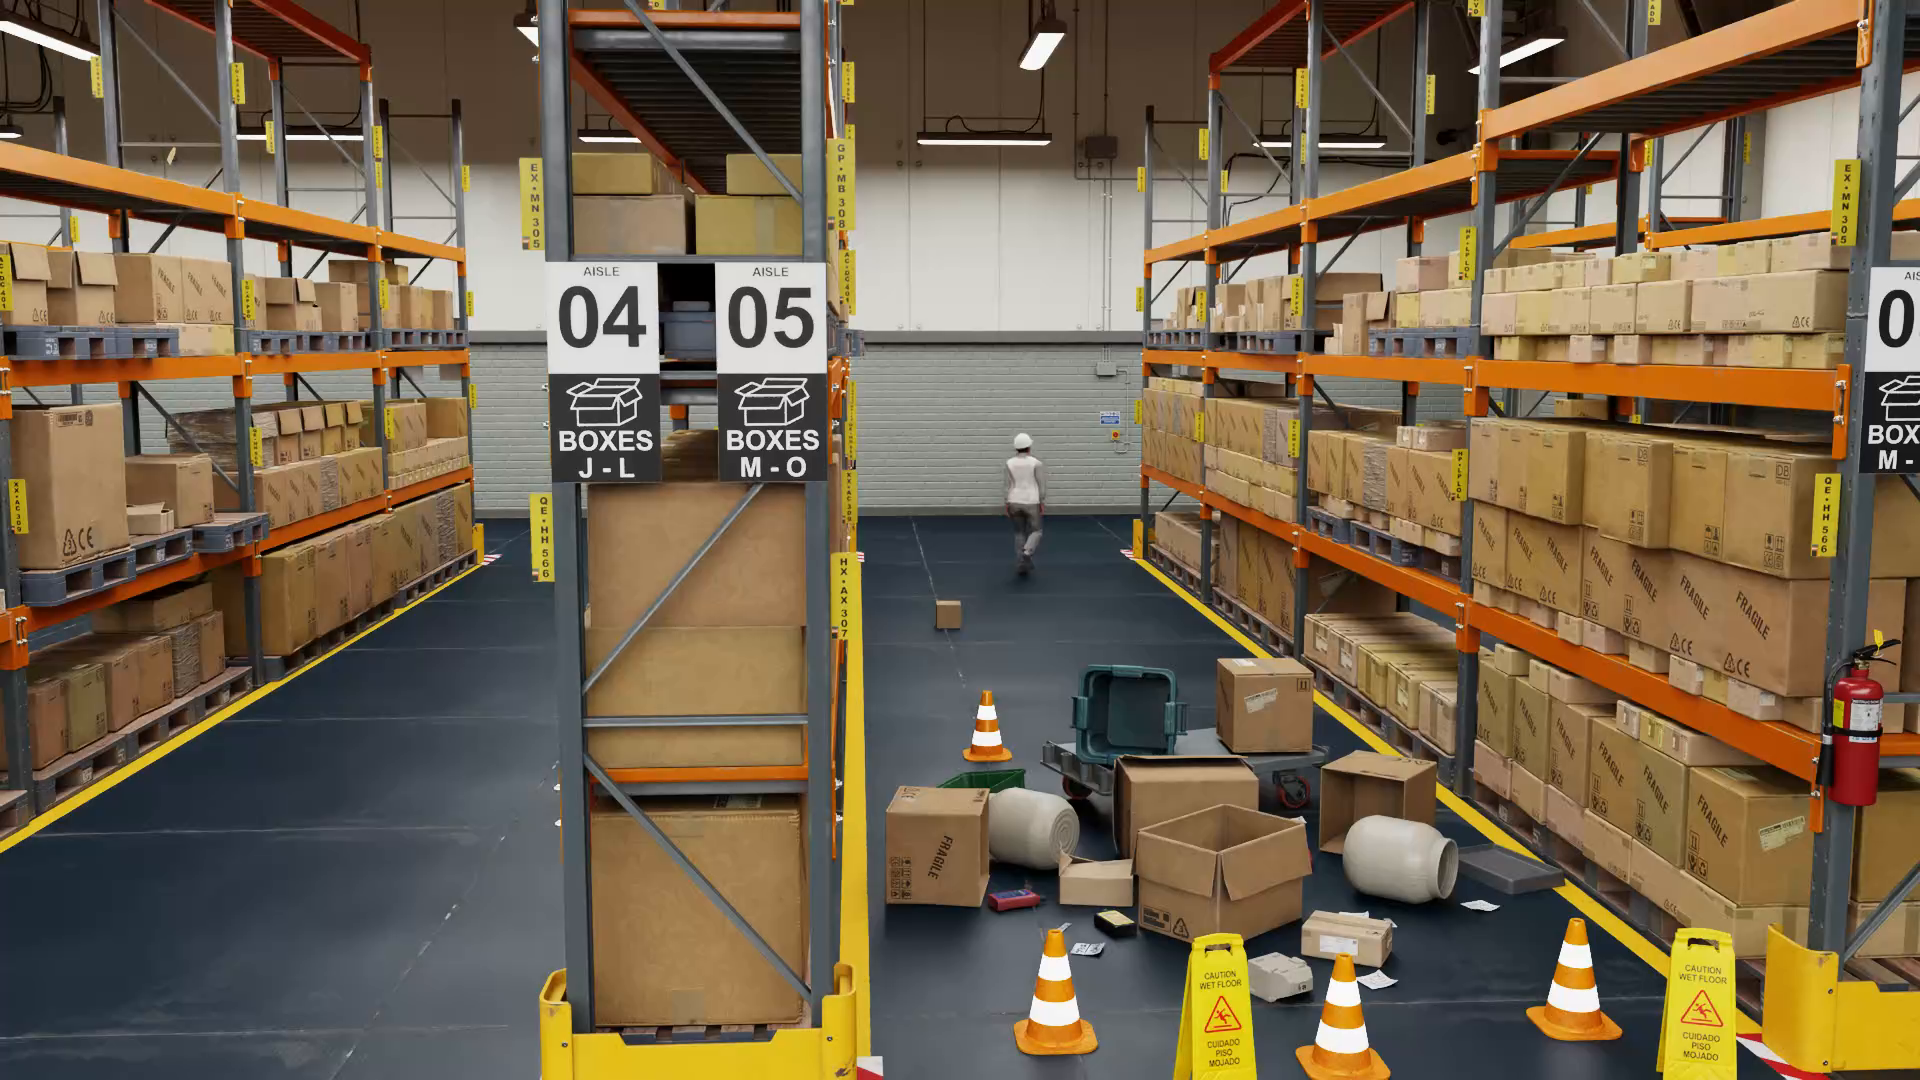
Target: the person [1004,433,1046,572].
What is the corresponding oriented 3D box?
[{"bbox_3d":[0.814,-0.457,20.842,0.538,1.753,0.647,2,7,18],"label":"person"}]
